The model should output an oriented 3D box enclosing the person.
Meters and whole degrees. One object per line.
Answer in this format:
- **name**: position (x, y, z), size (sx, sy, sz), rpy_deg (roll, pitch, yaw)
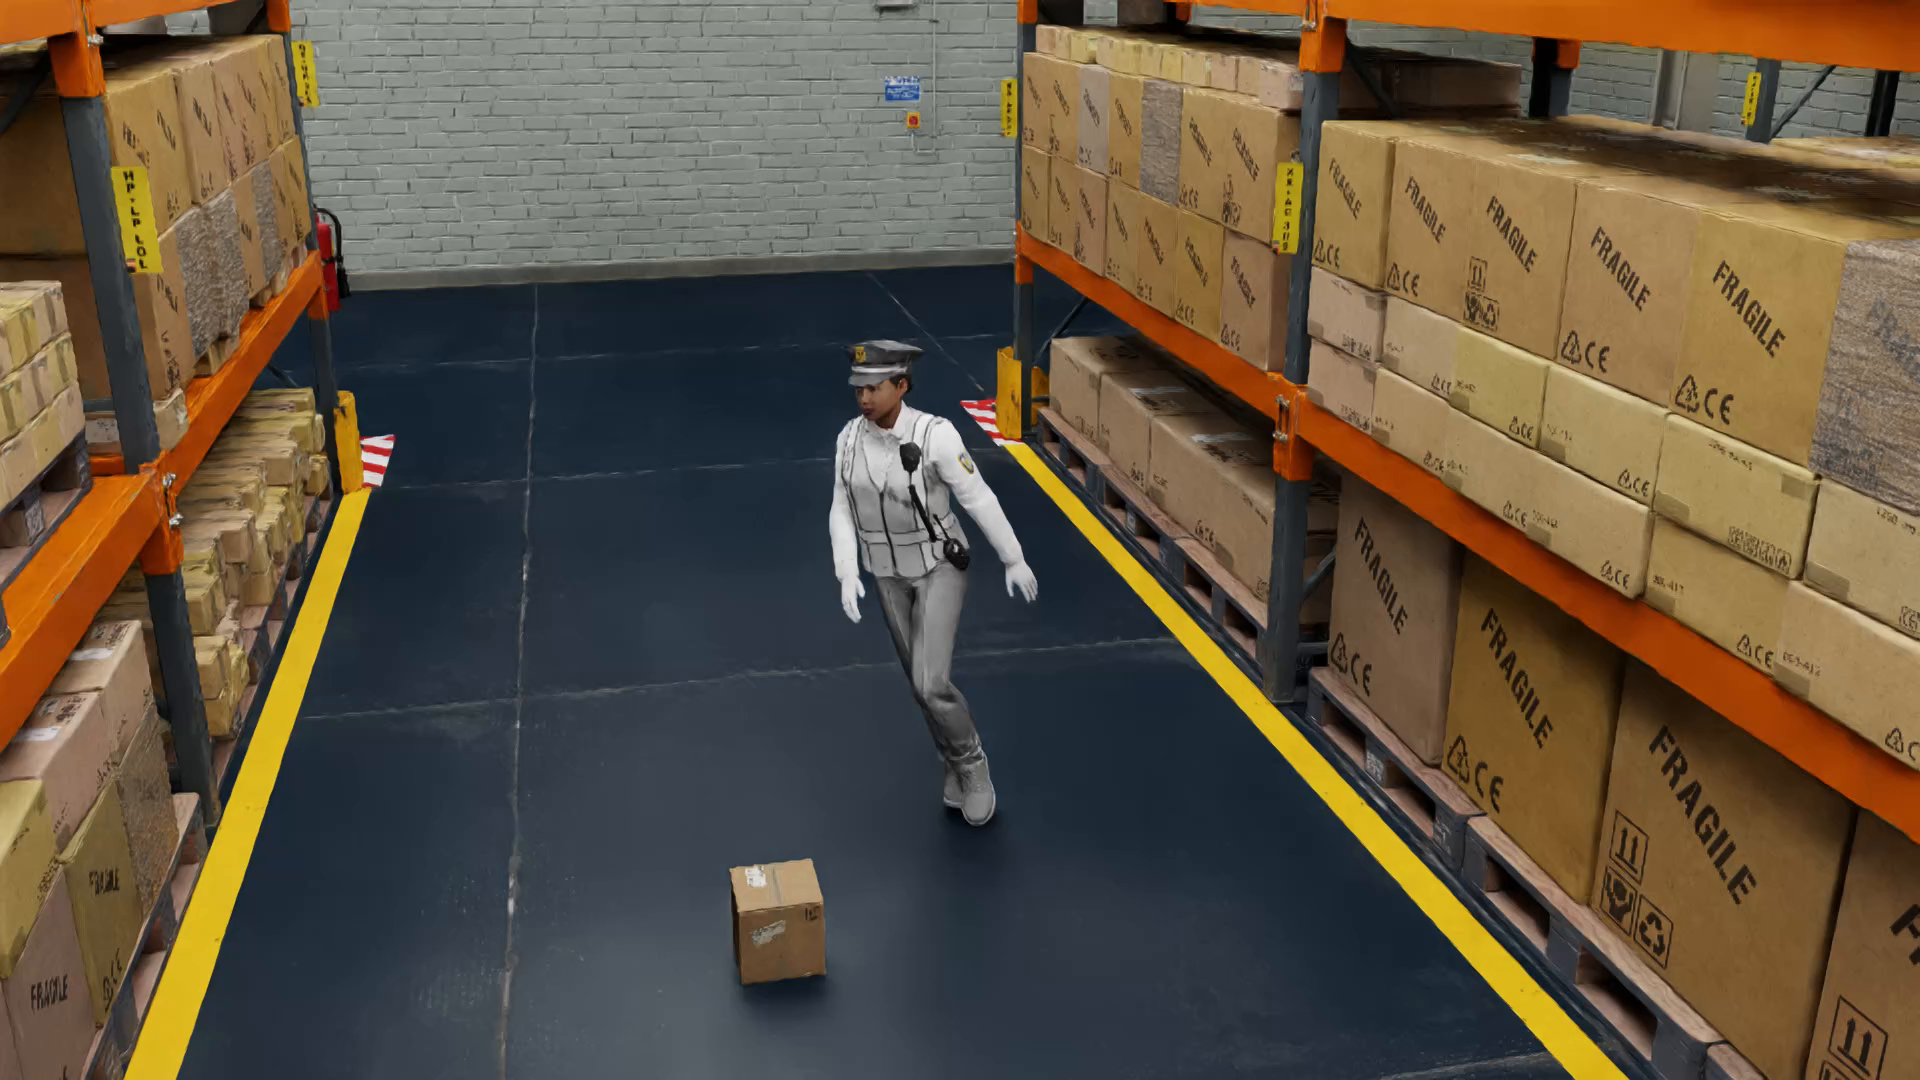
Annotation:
- **person**: position (-0.128, 0.158, 5.570), size (0.674, 1.669, 0.488), rpy_deg (8, 21, 22)
